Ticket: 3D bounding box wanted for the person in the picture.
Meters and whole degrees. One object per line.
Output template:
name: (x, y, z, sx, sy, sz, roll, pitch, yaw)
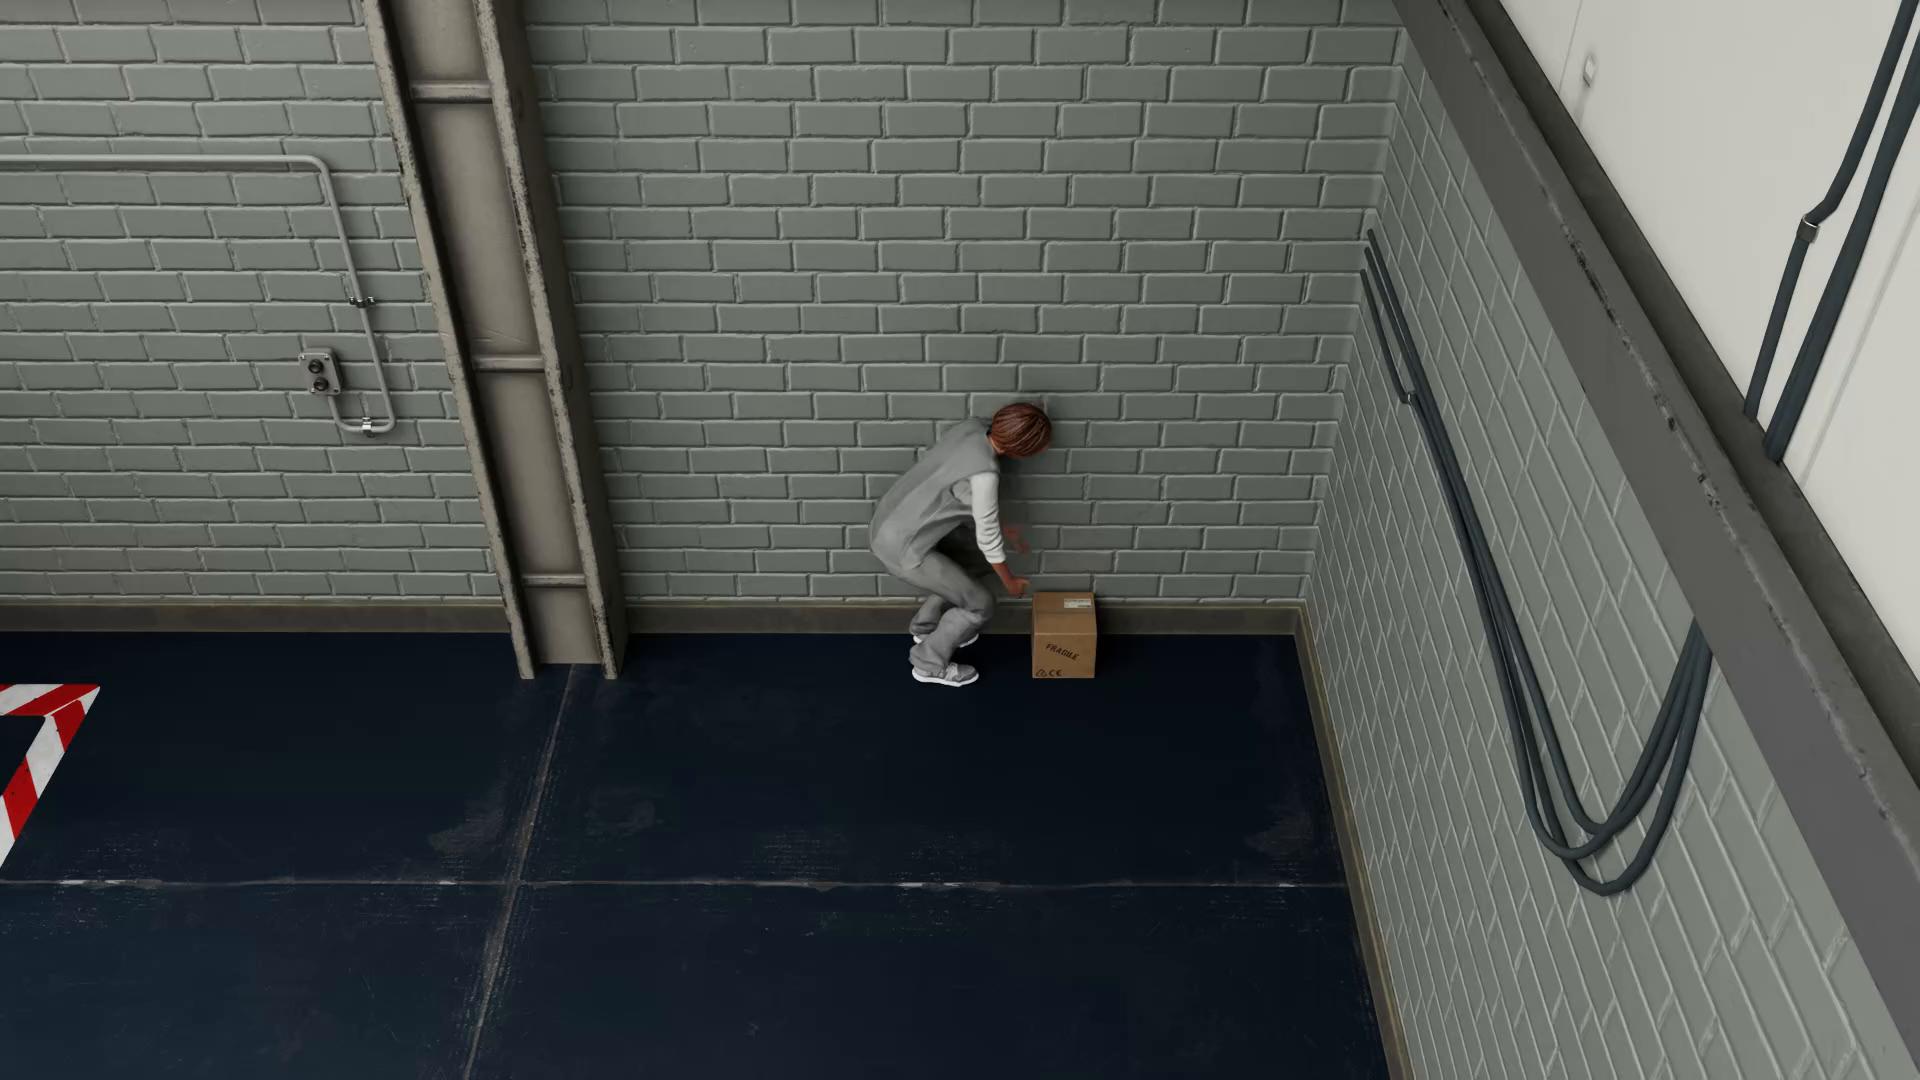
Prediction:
person: (-0.006, -0.003, 6.458, 0.688, 1.227, 0.463, 0, 40, 0)
